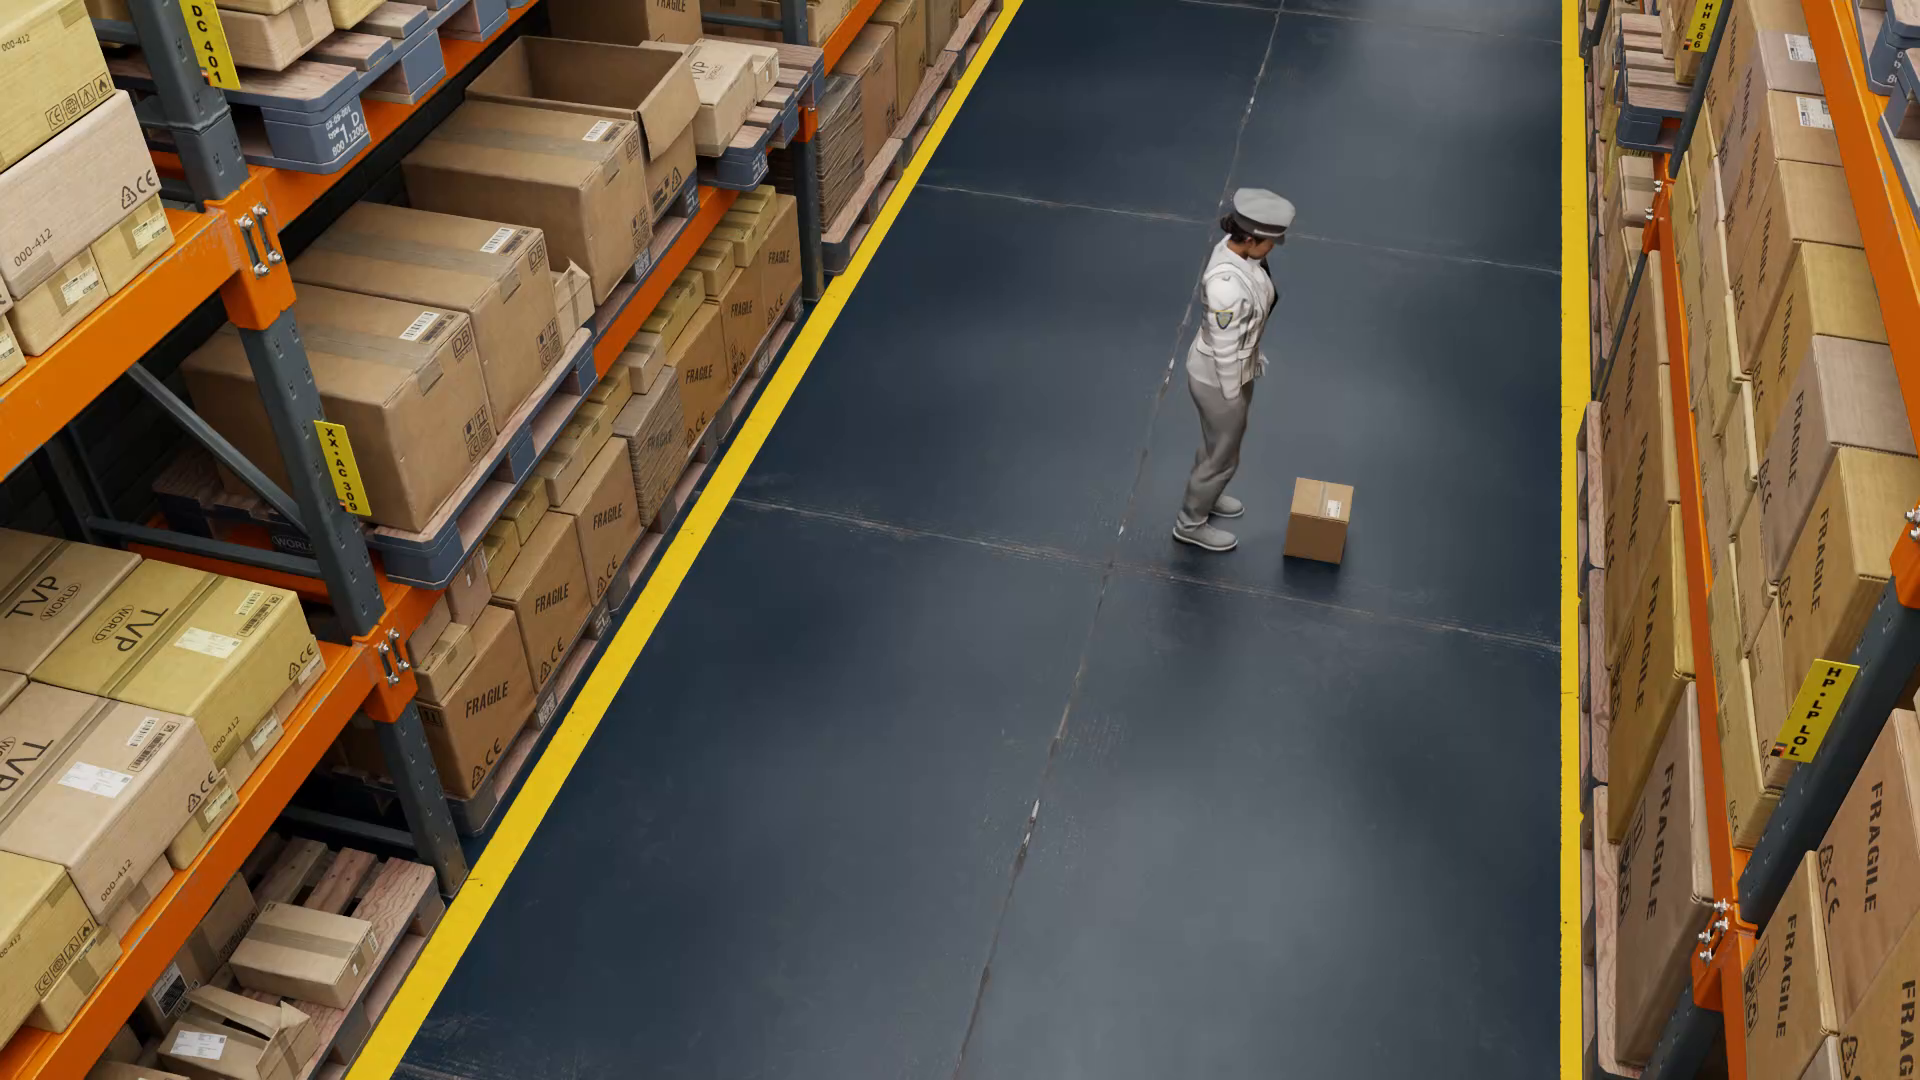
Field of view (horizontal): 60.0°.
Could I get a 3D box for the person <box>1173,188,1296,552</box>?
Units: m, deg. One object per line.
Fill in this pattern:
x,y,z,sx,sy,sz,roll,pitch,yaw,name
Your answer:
1.127,-0.705,6.975,0.352,1.657,0.479,11,42,12,person
